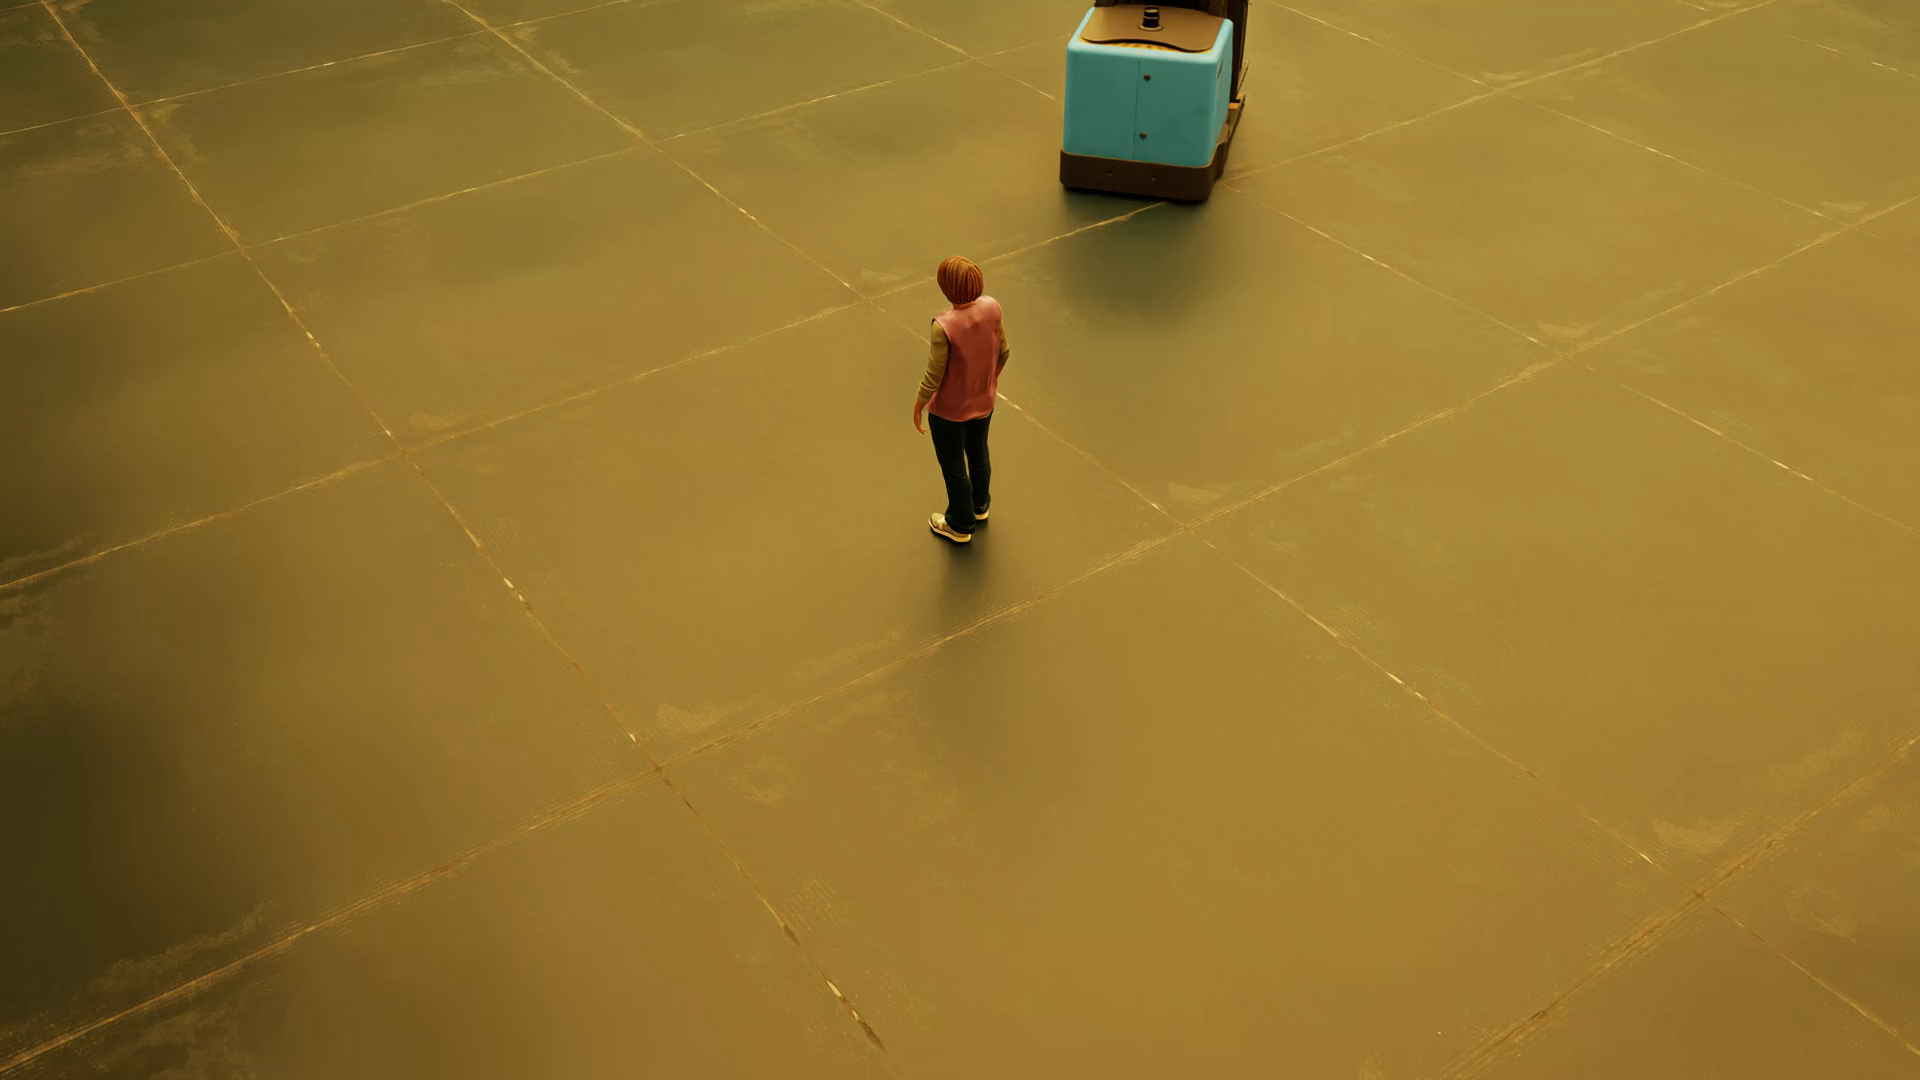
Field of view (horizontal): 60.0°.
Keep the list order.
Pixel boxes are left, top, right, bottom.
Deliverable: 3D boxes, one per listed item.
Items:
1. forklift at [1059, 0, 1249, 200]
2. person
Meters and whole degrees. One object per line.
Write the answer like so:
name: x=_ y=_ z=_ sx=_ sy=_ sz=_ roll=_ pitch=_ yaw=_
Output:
forklift: x=1.579 y=-4.395 z=11.888 sx=1.130 sy=2.935 sz=3.031 roll=9 pitch=37 yaw=12
person: x=-0.031 y=-0.686 z=7.988 sx=0.520 sy=1.590 sz=0.476 roll=-23 pitch=42 yaw=-28
